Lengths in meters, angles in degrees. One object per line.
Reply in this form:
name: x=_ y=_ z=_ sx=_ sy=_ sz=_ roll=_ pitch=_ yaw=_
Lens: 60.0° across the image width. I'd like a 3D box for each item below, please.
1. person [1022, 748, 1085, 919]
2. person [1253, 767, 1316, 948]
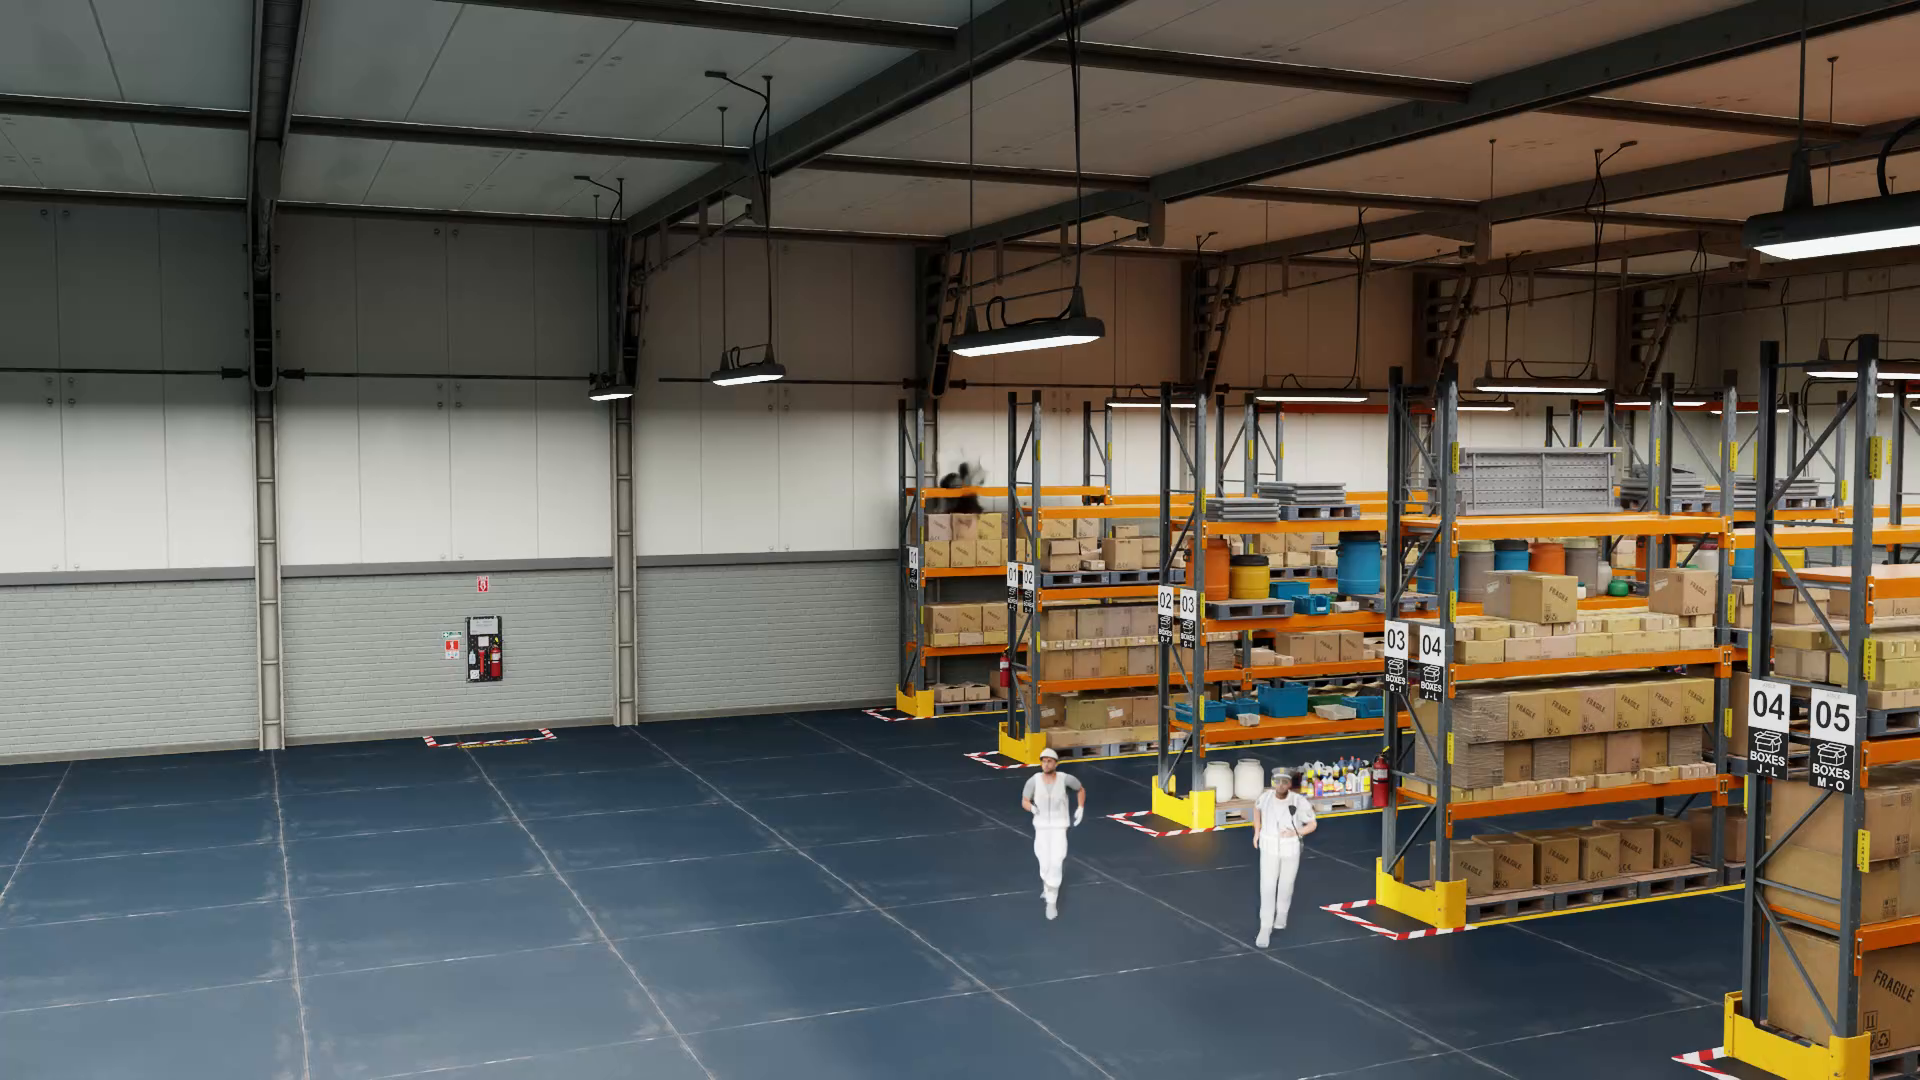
person: x=1.016 y=3.211 z=18.383 sx=0.669 sy=1.820 sz=0.792 roll=1 pitch=3 yaw=14
person: x=3.379 y=3.254 z=17.342 sx=0.659 sy=1.820 sz=0.862 roll=1 pitch=3 yaw=14
